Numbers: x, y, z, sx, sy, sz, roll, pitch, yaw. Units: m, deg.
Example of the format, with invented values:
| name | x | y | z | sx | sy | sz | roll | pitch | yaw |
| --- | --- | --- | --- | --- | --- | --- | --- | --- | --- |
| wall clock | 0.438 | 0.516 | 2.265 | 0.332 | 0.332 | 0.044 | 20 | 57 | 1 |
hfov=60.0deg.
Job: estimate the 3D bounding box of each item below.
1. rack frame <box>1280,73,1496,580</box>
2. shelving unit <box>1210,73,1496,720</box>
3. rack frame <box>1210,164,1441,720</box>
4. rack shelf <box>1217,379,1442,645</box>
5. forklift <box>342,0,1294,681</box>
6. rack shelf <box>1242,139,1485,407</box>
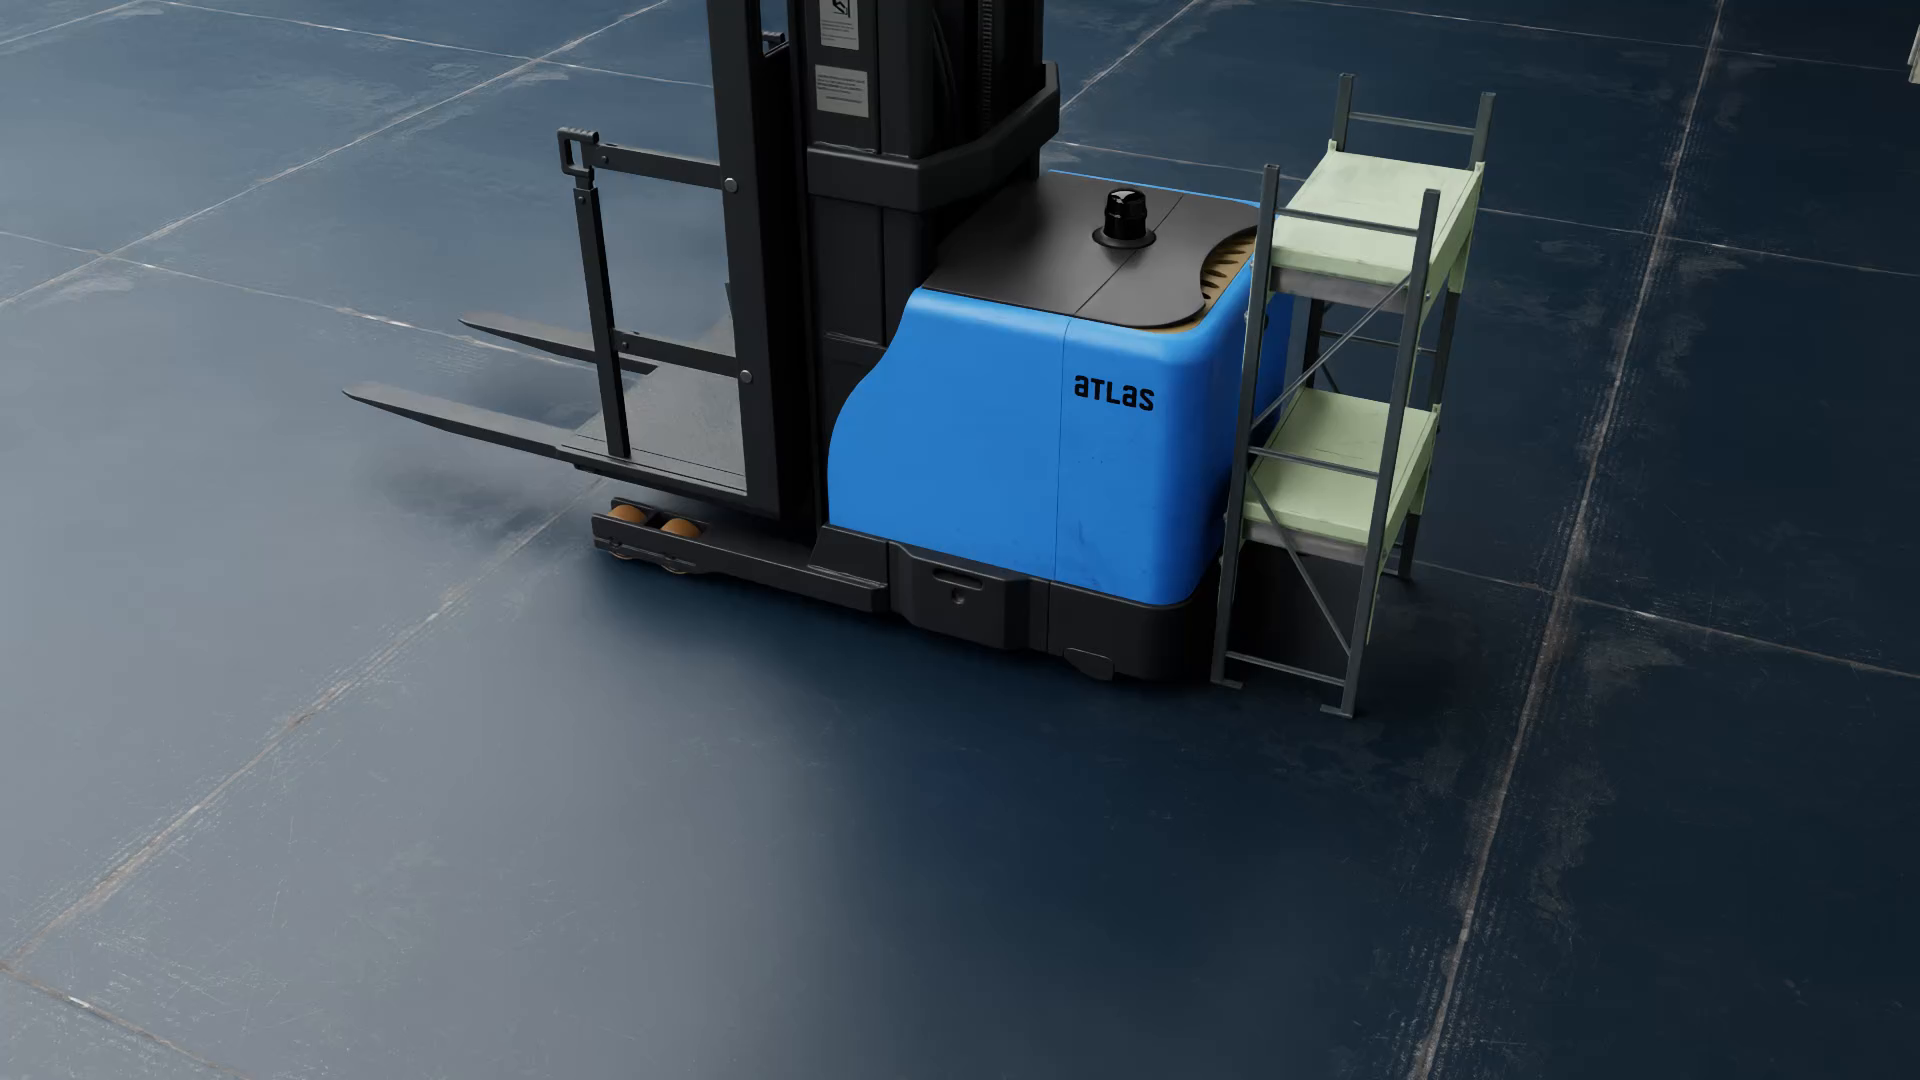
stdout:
| name | x | y | z | sx | sy | sz | roll | pitch | yaw |
| --- | --- | --- | --- | --- | --- | --- | --- | --- | --- |
| rack frame | 1.187 | -0.557 | 4.731 | 0.400 | 1.500 | 0.023 | 14 | 36 | 20 |
| shelving unit | 1.036 | -0.374 | 4.453 | 0.431 | 1.500 | 0.755 | 14 | 36 | 20 |
| rack frame | 0.885 | -0.191 | 4.174 | 0.400 | 1.500 | 0.023 | 14 | 36 | 20 |
| rack shelf | 1.036 | -0.101 | 4.631 | 0.431 | 0.370 | 0.720 | 14 | 36 | 20 |
| forklift | -0.574 | -1.369 | 4.664 | 3.031 | 2.935 | 1.130 | 14 | 36 | 20 |
| rack shelf | 1.036 | -0.700 | 4.239 | 0.431 | 0.370 | 0.720 | 14 | 36 | 20 |
